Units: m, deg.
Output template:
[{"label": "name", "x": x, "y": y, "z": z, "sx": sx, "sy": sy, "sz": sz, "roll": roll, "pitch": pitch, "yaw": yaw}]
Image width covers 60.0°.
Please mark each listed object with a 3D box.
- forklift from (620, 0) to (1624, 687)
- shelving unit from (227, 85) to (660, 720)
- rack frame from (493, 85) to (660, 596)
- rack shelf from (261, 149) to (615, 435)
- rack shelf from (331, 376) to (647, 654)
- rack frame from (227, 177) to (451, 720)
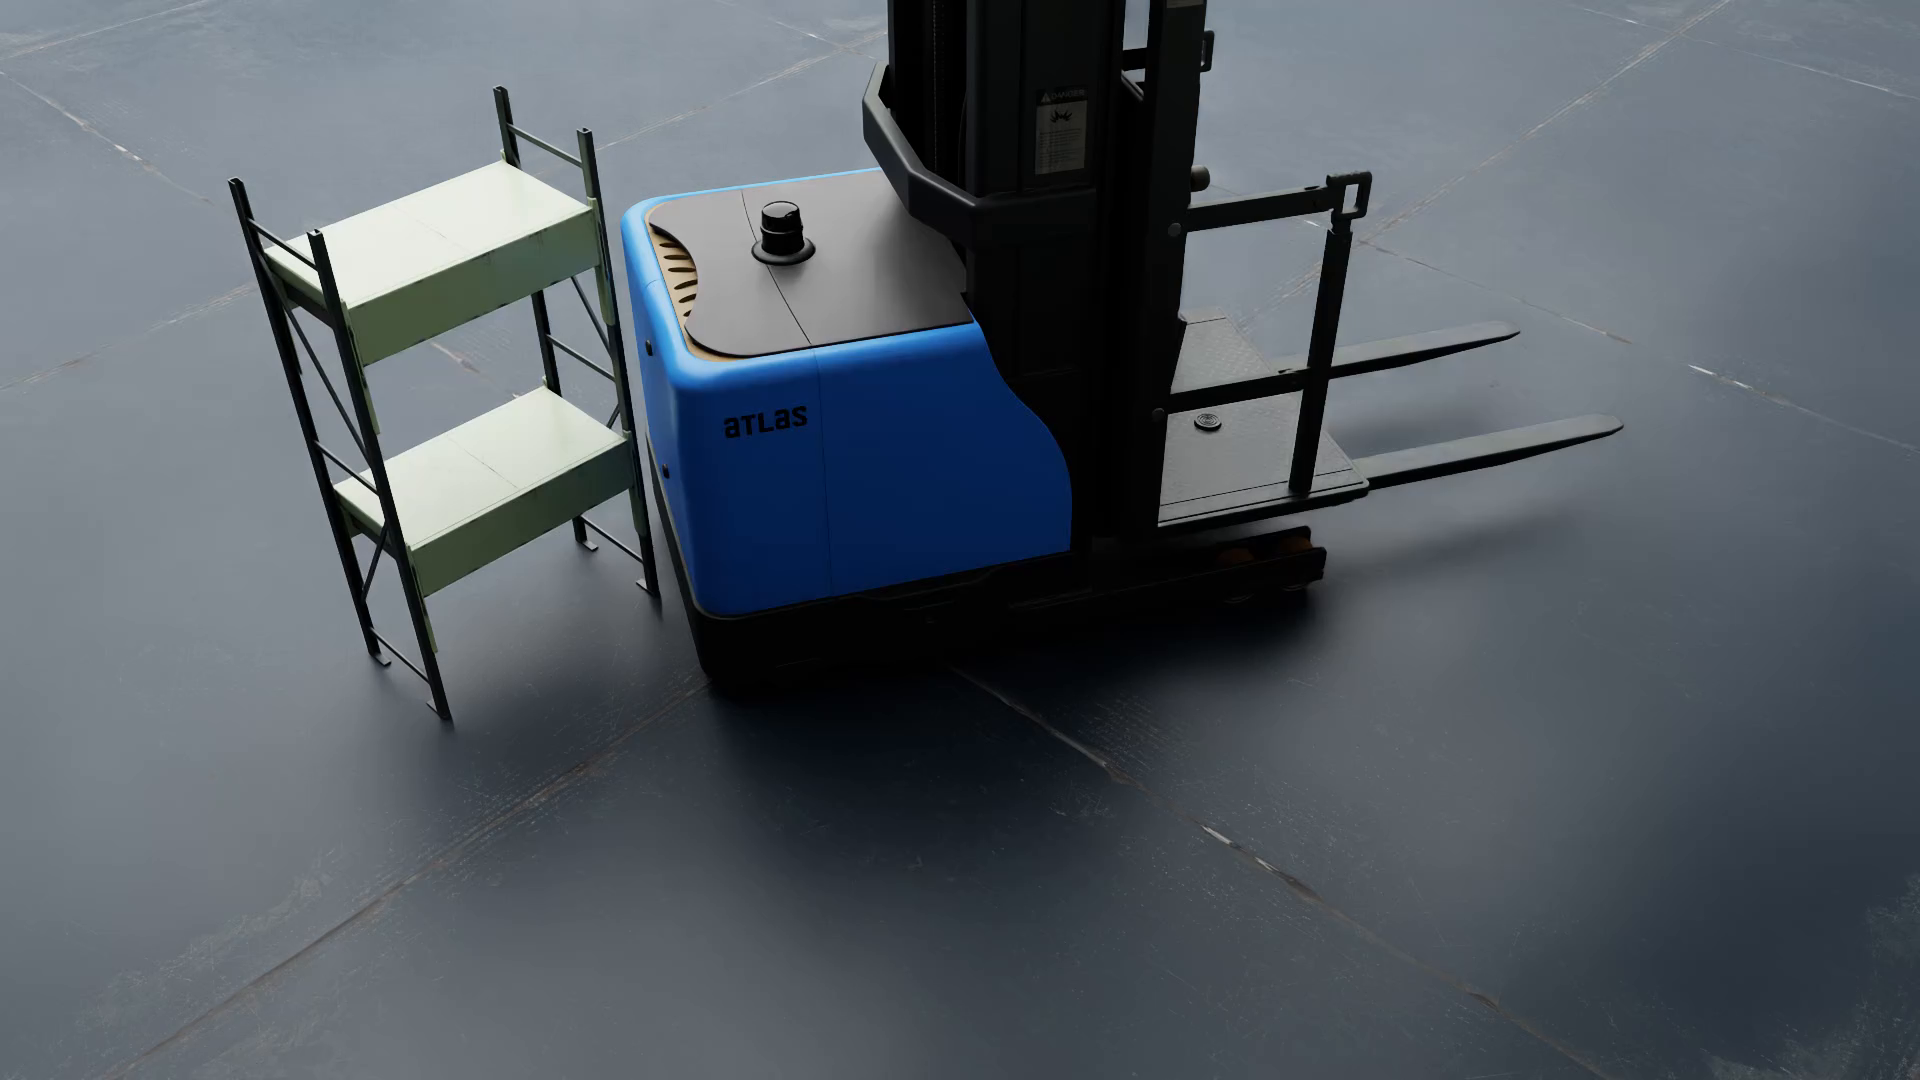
[{"label": "forklift", "x": 0.595, "y": -1.261, "z": 4.481, "sx": 3.031, "sy": 2.935, "sz": 1.130, "roll": -11, "pitch": 40, "yaw": -13}, {"label": "shelving unit", "x": -1.316, "y": -0.343, "z": 4.476, "sx": 0.431, "sy": 1.500, "sz": 0.755, "roll": 31, "pitch": 48, "yaw": 33}, {"label": "rack frame", "x": -1.063, "y": -0.507, "z": 4.683, "sx": 0.400, "sy": 1.500, "sz": 0.023, "roll": 31, "pitch": 48, "yaw": 33}, {"label": "rack shelf", "x": -1.316, "y": -0.648, "z": 4.233, "sx": 0.431, "sy": 0.370, "sz": 0.720, "roll": 31, "pitch": 48, "yaw": 33}, {"label": "rack shelf", "x": -1.316, "y": -0.087, "z": 4.679, "sx": 0.431, "sy": 0.370, "sz": 0.720, "roll": 31, "pitch": 48, "yaw": 33}, {"label": "rack frame", "x": -1.570, "y": -0.178, "z": 4.269, "sx": 0.400, "sy": 1.500, "sz": 0.023, "roll": 31, "pitch": 48, "yaw": 33}]
